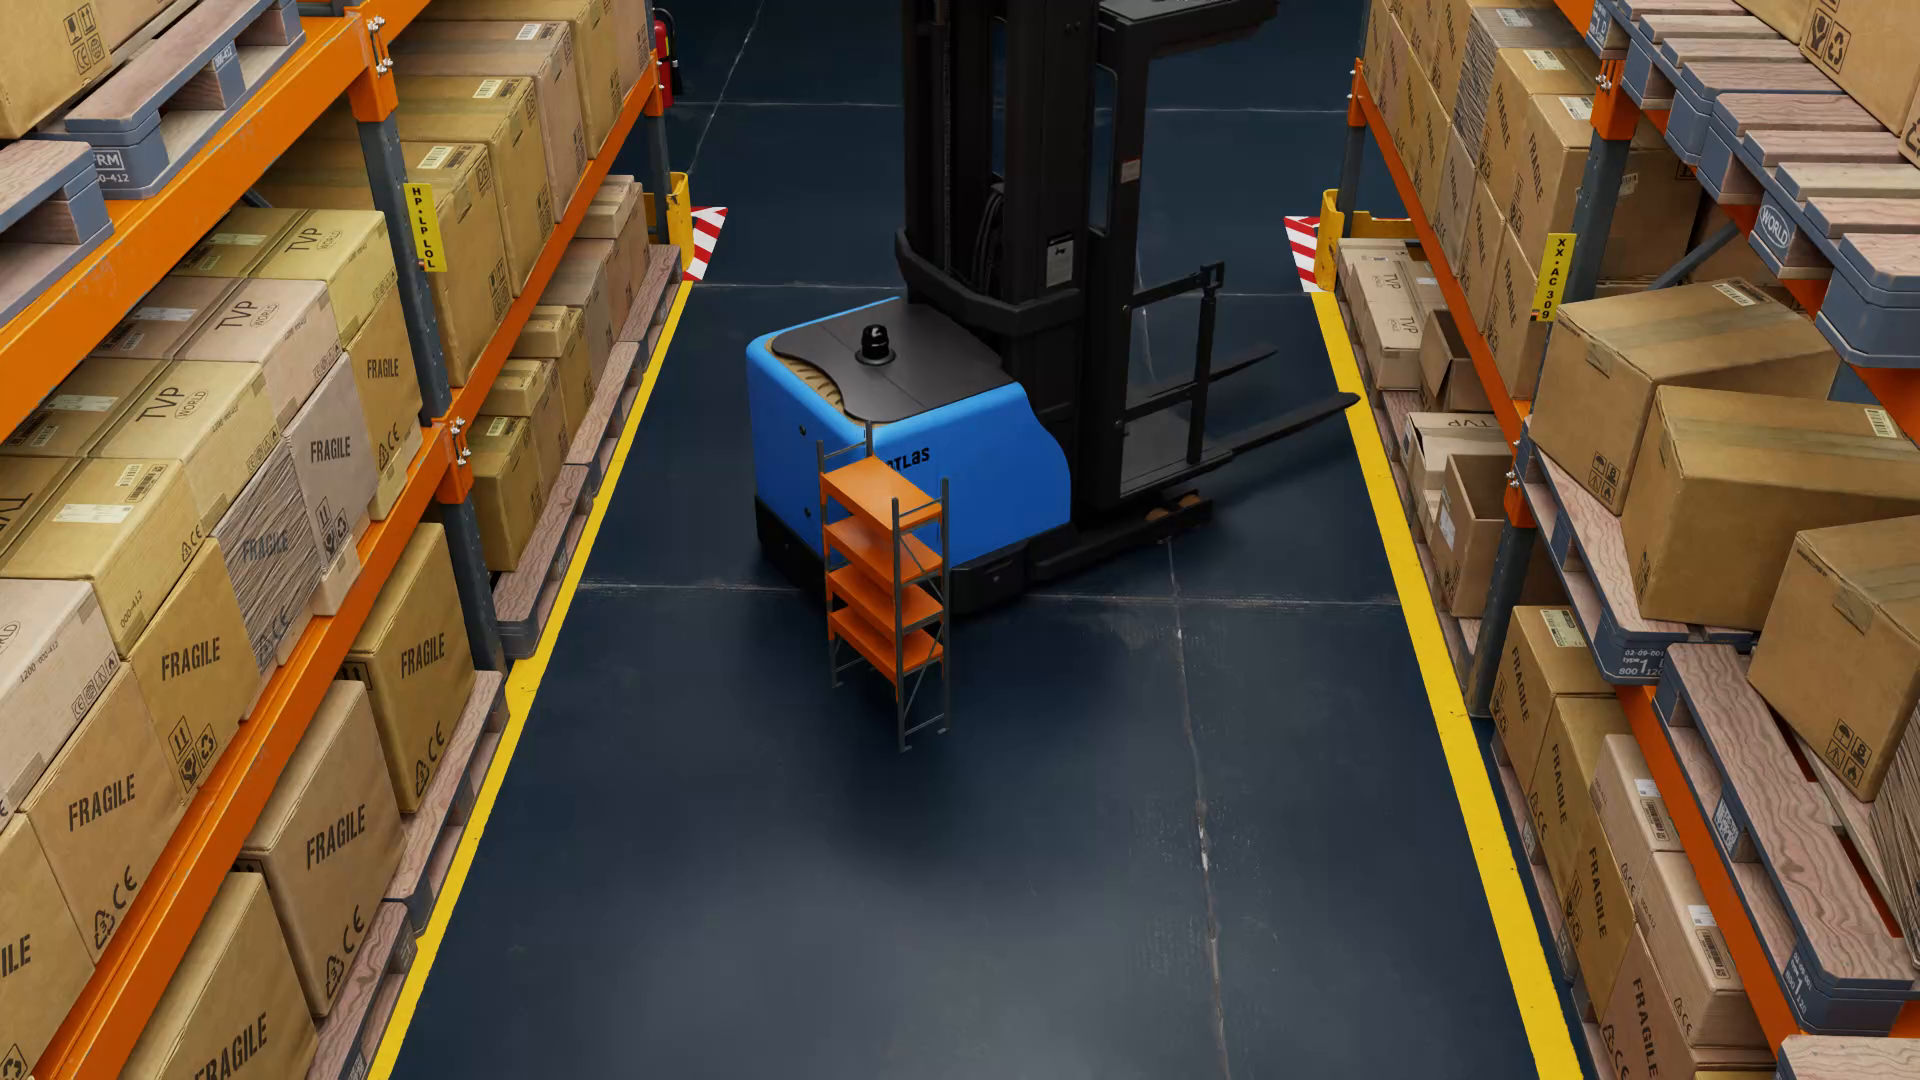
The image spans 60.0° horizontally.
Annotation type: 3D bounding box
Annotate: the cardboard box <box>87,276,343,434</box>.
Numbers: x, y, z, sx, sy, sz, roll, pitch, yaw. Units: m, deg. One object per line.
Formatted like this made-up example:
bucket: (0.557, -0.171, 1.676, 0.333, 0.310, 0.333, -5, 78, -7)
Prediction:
cardboard box: (-2.182, -0.550, 4.909, 0.500, 0.250, 0.500, 2, 35, 3)

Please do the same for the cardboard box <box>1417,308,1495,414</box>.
cardboard box: (2.632, -0.766, 8.020, 0.797, 0.503, 0.637, 1, 35, 2)

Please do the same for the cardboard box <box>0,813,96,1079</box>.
cardboard box: (-2.243, 0.913, 3.479, 0.500, 0.500, 0.500, 2, 35, 3)

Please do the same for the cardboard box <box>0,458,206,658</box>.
cardboard box: (-2.222, 0.036, 4.075, 0.500, 0.250, 0.500, 1, 35, 1)

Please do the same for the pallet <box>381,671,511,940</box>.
pallet: (-2.344, 0.946, 6.221, 1.003, 0.211, 1.213, 1, 35, 2)

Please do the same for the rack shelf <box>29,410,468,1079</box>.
rack shelf: (-2.469, 0.803, 4.624, 1.077, 0.370, 4.000, 1, 35, 2)

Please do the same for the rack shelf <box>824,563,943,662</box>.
rack shelf: (-0.288, 0.249, 6.469, 0.258, 0.148, 0.480, -23, 41, -29)

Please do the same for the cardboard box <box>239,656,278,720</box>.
cardboard box: (-2.214, 0.384, 4.796, 0.380, 0.149, 0.250, 0, 35, 1)

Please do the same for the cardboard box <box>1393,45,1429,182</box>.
cardboard box: (2.403, -2.033, 7.948, 0.500, 0.500, 0.500, 1, 35, 2)

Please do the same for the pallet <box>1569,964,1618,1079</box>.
pallet: (2.520, 1.784, 5.028, 1.003, 0.211, 1.213, 1, 35, 2)

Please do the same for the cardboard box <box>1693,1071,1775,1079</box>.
cardboard box: (2.225, 1.773, 4.410, 0.500, 0.500, 0.500, 0, 35, 0)

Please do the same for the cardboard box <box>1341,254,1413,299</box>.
cardboard box: (2.352, -1.471, 9.316, 0.380, 0.166, 0.250, 1, 35, 2)

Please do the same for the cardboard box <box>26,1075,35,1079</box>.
cardboard box: (-2.190, 1.273, 3.531, 0.380, 0.149, 0.250, 2, 35, 3)

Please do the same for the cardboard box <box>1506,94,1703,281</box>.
cardboard box: (2.323, -1.275, 5.998, 0.500, 0.500, 0.500, 2, 35, 2)

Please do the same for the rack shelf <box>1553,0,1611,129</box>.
rack shelf: (2.642, -2.610, 6.872, 1.077, 0.370, 4.000, 1, 35, 2)

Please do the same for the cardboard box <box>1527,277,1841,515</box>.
cardboard box: (2.319, -0.474, 5.363, 0.700, 0.500, 0.500, -10, 36, -14)

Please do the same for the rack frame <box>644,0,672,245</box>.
rack frame: (-2.228, -2.939, 9.322, 1.000, 3.000, 0.127, 1, 35, 2)

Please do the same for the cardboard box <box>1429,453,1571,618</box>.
cardboard box: (2.301, -0.019, 6.960, 0.500, 0.500, 0.500, 1, 35, 2)

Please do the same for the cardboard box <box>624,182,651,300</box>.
cardboard box: (-2.156, -1.683, 9.345, 0.700, 0.500, 0.500, 1, 35, 2)

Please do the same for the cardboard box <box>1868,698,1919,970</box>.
cardboard box: (2.541, 0.672, 3.733, 0.700, 0.500, 0.500, 8, 36, 11)

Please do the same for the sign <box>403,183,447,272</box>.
sign: (-1.846, -1.075, 5.732, 0.100, 0.325, 0.005, 1, 35, 2)

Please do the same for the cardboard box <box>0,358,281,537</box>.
cardboard box: (-2.202, -0.257, 4.492, 0.500, 0.250, 0.500, 2, 35, 3)

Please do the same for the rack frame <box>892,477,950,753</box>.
rack frame: (-0.141, 0.306, 6.271, 0.240, 1.200, 0.015, -23, 41, -29)

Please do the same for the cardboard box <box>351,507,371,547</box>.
cardboard box: (-2.161, -0.052, 5.416, 0.380, 0.149, 0.250, 2, 35, 3)

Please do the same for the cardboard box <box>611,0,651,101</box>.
cardboard box: (-2.238, -2.768, 8.819, 0.980, 0.700, 0.700, 3, 35, 4)

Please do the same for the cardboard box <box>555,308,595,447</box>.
cardboard box: (-2.209, -0.800, 8.089, 0.700, 0.500, 0.500, 2, 35, 3)

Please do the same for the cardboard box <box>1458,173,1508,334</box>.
cardboard box: (2.345, -1.158, 6.703, 0.500, 0.500, 0.500, 2, 35, 3)

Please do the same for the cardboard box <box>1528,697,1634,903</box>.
cardboard box: (2.288, 0.894, 5.661, 0.500, 0.500, 0.500, 2, 35, 3)

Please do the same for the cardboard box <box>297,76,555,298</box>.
cardboard box: (-2.315, -1.494, 7.006, 0.980, 0.700, 0.700, 0, 35, 1)

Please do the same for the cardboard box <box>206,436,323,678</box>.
cardboard box: (-2.194, 0.042, 4.719, 0.500, 0.500, 0.500, 1, 35, 2)

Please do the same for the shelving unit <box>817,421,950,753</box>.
shelving unit: (-0.288, 0.194, 6.430, 0.258, 1.200, 0.503, -23, 41, -29)

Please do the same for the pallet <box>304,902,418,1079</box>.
pallet: (-2.390, 1.648, 5.221, 1.003, 0.211, 1.213, 1, 35, 2)

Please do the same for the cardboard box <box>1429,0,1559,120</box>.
cardboard box: (2.383, -2.148, 7.241, 0.500, 0.500, 0.500, 1, 35, 1)

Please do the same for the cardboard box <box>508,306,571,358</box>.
cardboard box: (-2.039, -0.975, 7.773, 0.380, 0.149, 0.250, 0, 35, 1)

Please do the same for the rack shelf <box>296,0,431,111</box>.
rack shelf: (-2.308, -2.722, 7.032, 1.077, 0.370, 4.000, 1, 35, 2)

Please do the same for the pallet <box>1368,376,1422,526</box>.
pallet: (2.636, -0.484, 8.256, 1.003, 0.211, 1.213, 1, 35, 2)

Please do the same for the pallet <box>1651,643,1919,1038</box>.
pallet: (2.474, 0.731, 4.268, 1.003, 0.211, 1.213, 1, 35, 2)

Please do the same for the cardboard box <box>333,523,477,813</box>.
cardboard box: (-2.284, 0.444, 6.014, 0.750, 0.750, 0.750, 2, 35, 2)

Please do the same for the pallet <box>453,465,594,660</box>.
pallet: (-2.279, 0.065, 7.473, 1.003, 0.211, 1.213, 1, 35, 2)

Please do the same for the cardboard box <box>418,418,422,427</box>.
cardboard box: (-2.460, -0.403, 6.960, 0.380, 0.149, 0.250, 1, 35, 2)

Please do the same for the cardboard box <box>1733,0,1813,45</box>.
cardboard box: (2.468, -1.721, 4.443, 0.600, 0.600, 0.600, -2, 35, -3)

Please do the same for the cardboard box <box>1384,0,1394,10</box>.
cardboard box: (2.441, -3.027, 8.492, 0.500, 0.500, 0.500, 2, 35, 3)

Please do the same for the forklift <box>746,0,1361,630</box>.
forklift: (0.579, -1.415, 7.214, 3.031, 2.935, 1.130, -21, 40, -27)
